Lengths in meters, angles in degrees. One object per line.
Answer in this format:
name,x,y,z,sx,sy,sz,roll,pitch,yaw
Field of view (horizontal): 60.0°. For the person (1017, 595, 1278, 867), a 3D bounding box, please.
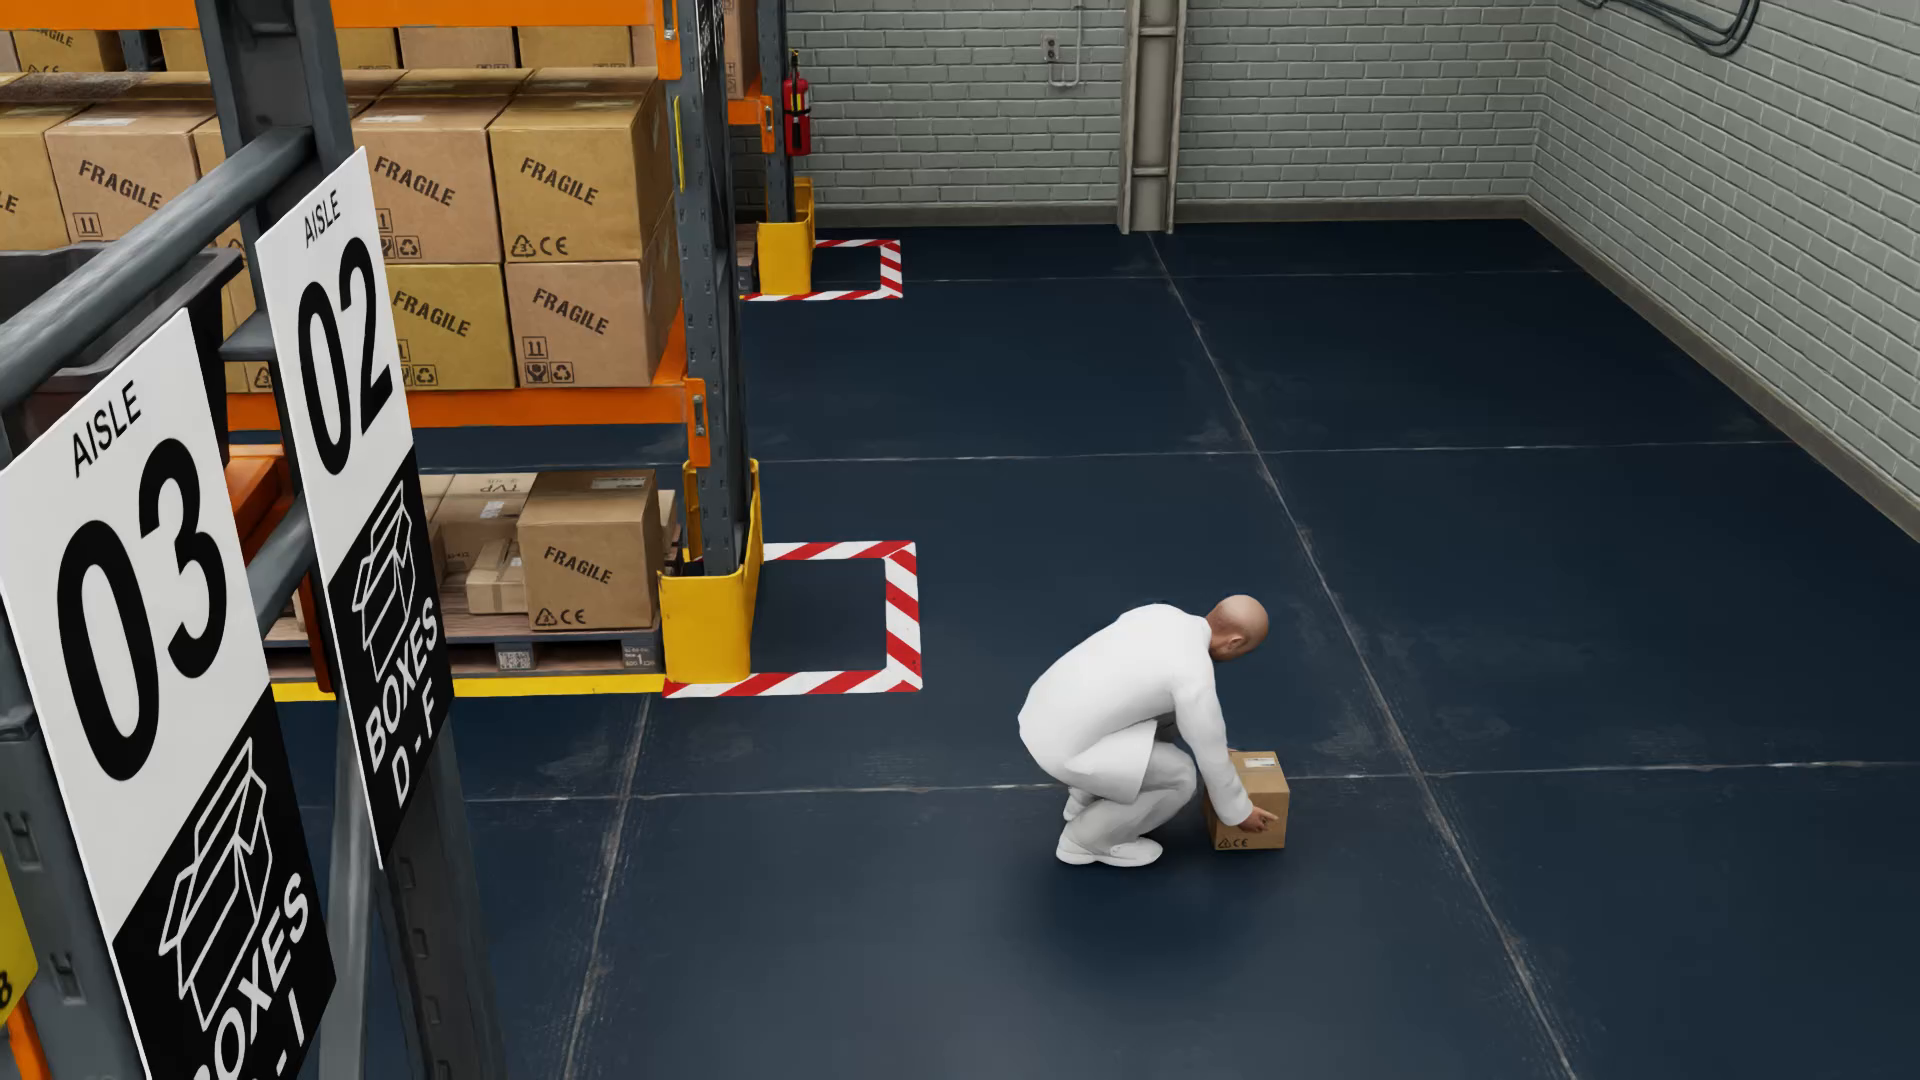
person,0.653,0.641,5.816,0.906,0.931,0.610,-1,27,-3
